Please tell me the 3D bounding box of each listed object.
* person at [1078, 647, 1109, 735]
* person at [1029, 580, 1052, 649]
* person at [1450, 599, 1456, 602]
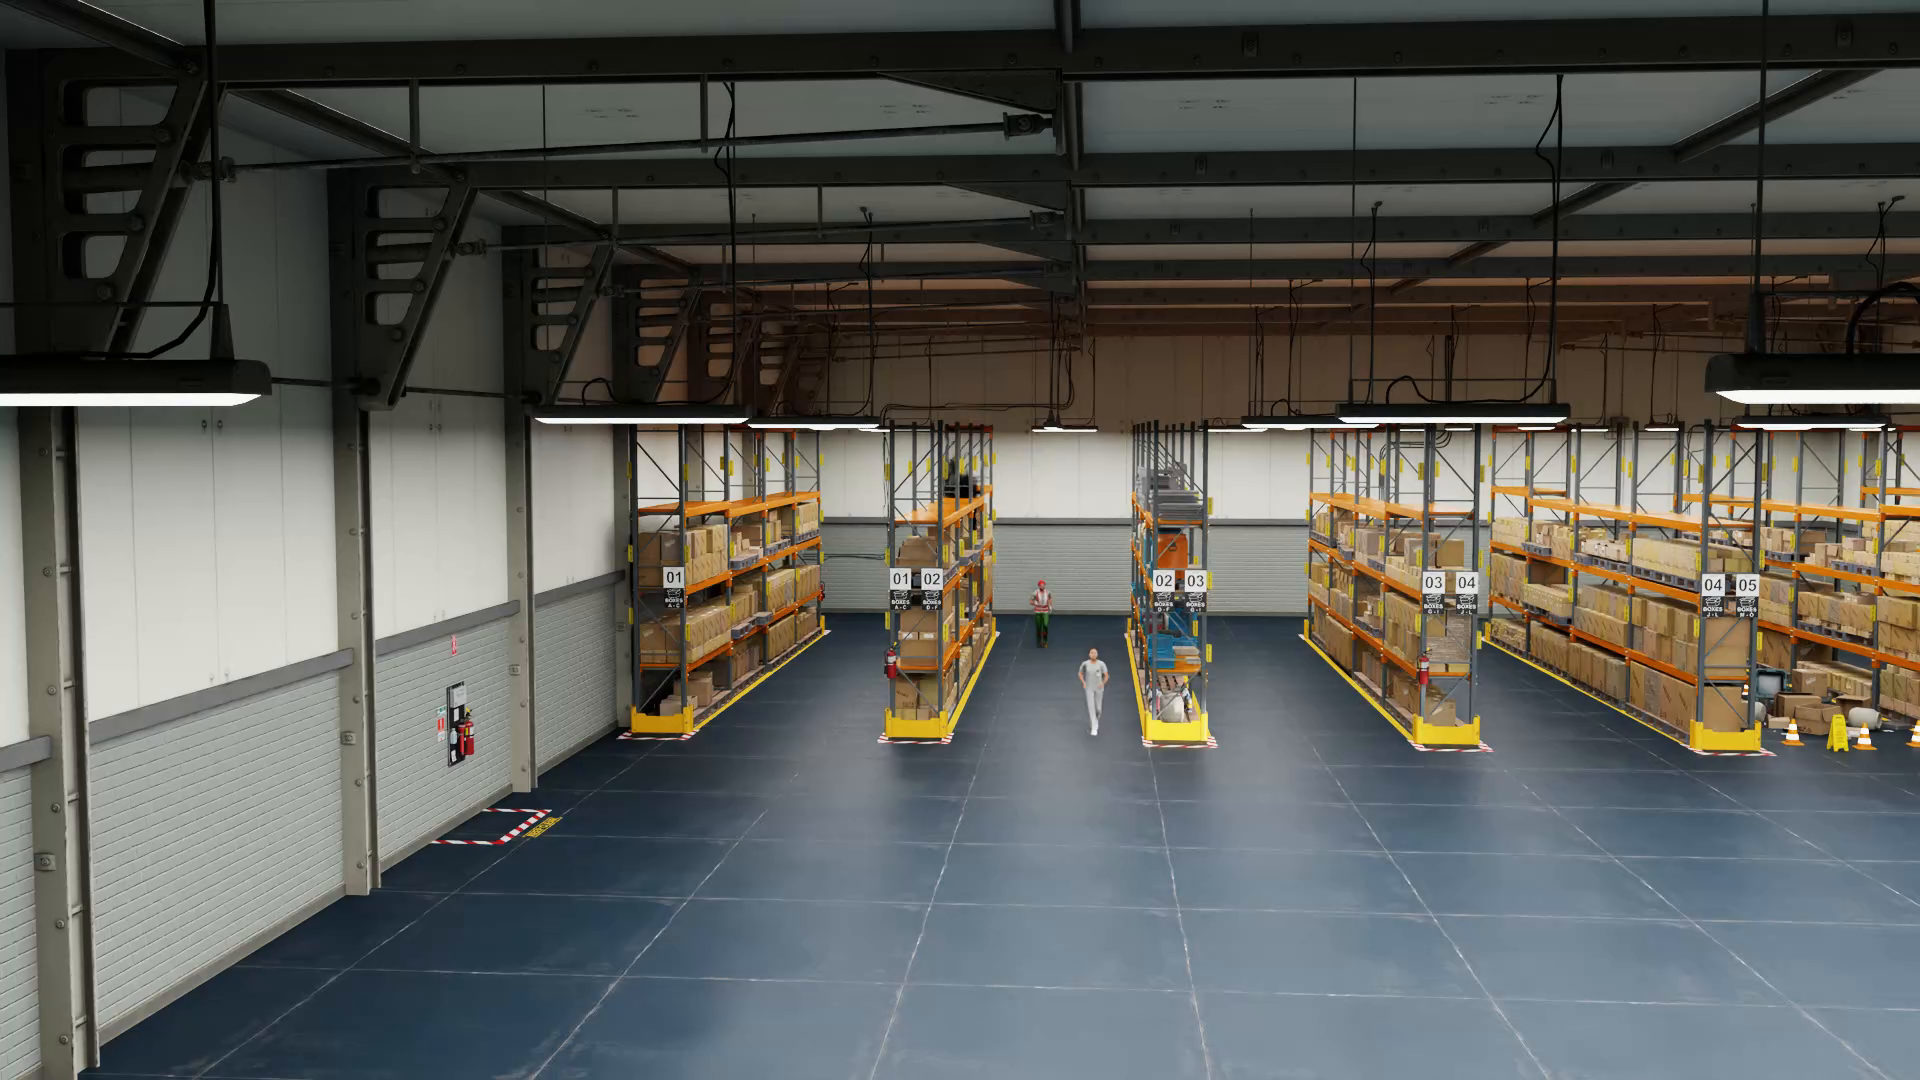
[{"bbox_3d":[2.566,2.874,31.976,0.579,1.651,0.790,0,4,2],"label":"person"},{"bbox_3d":[2.182,1.995,44.881,0.633,1.838,0.794,0,4,-2],"label":"person"},{"bbox_3d":[13.458,1.935,46.437,0.869,1.711,0.562,2,4,31],"label":"person"}]
